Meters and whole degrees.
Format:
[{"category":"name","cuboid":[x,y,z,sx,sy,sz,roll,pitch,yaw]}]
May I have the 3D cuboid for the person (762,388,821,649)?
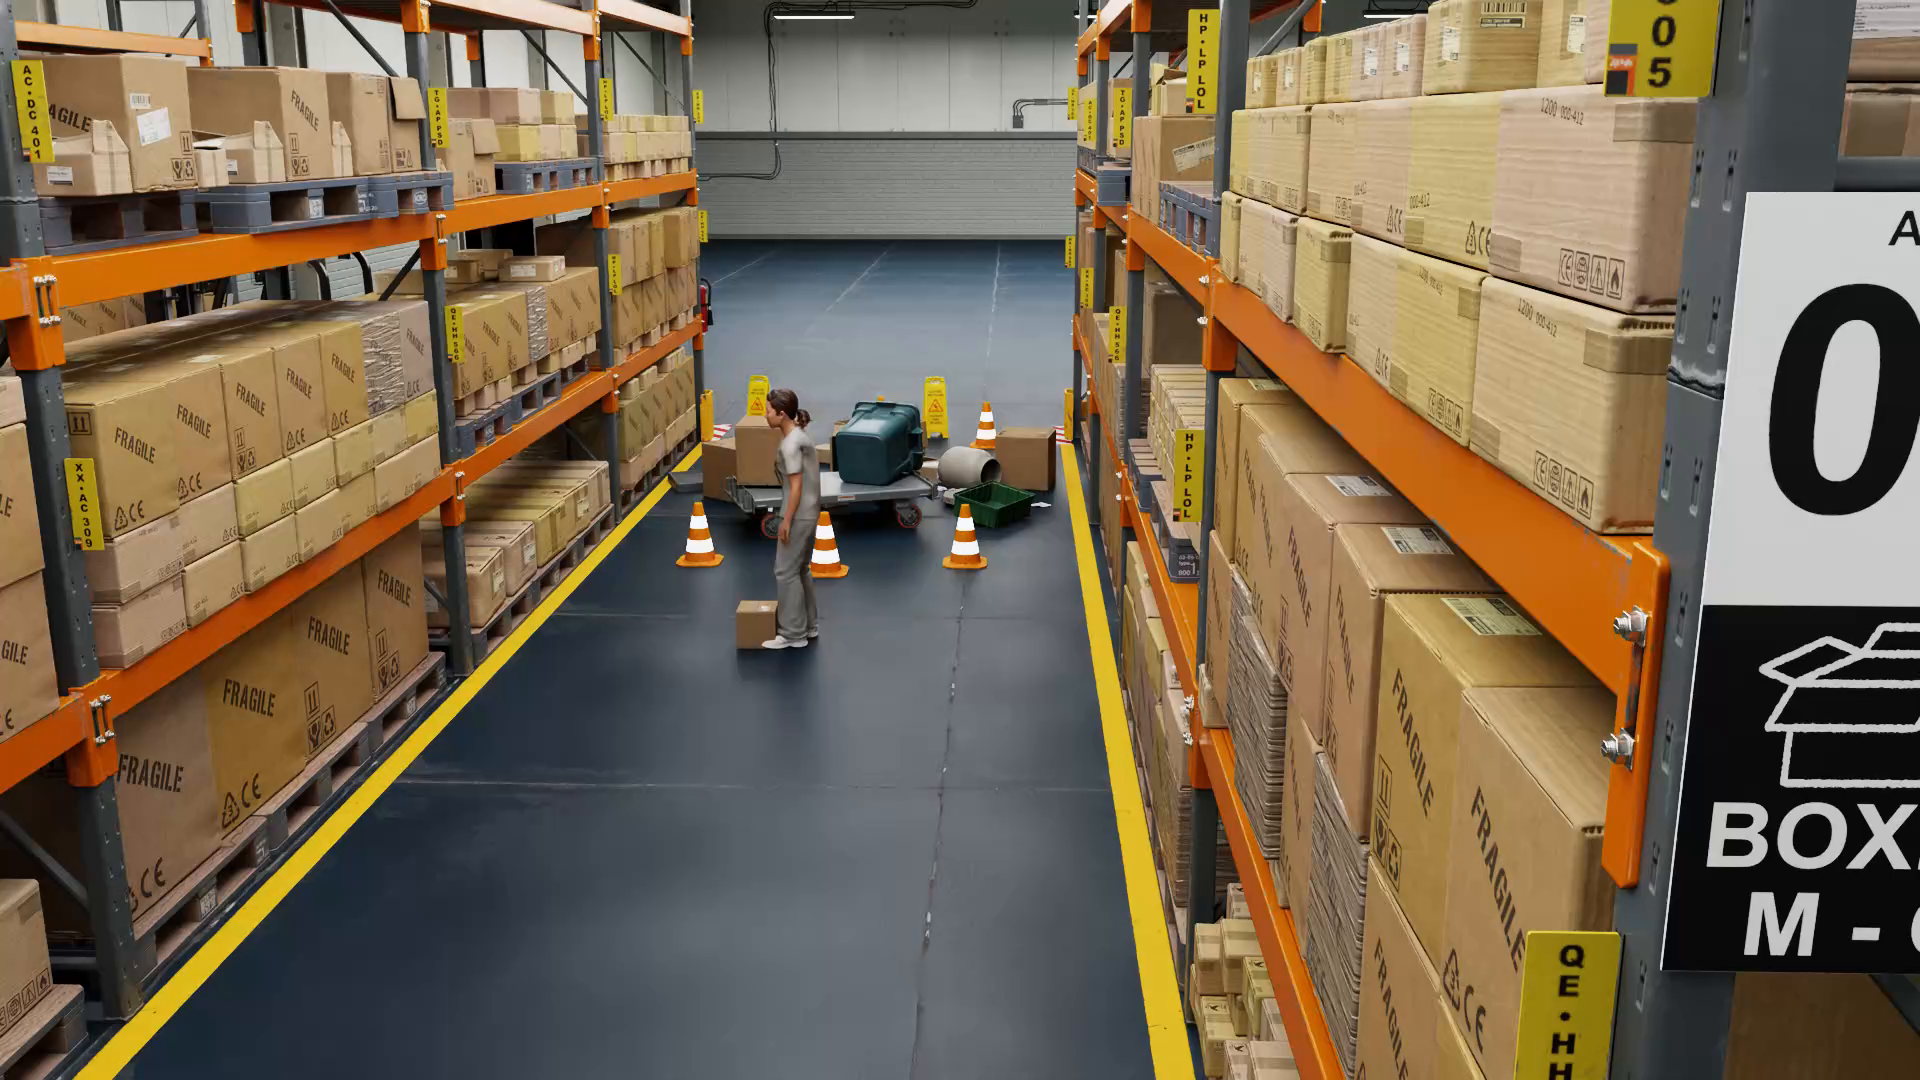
[{"category":"person","cuboid":[-1.083,-0.142,10.574,0.406,1.673,0.507,0,14,0]}]
